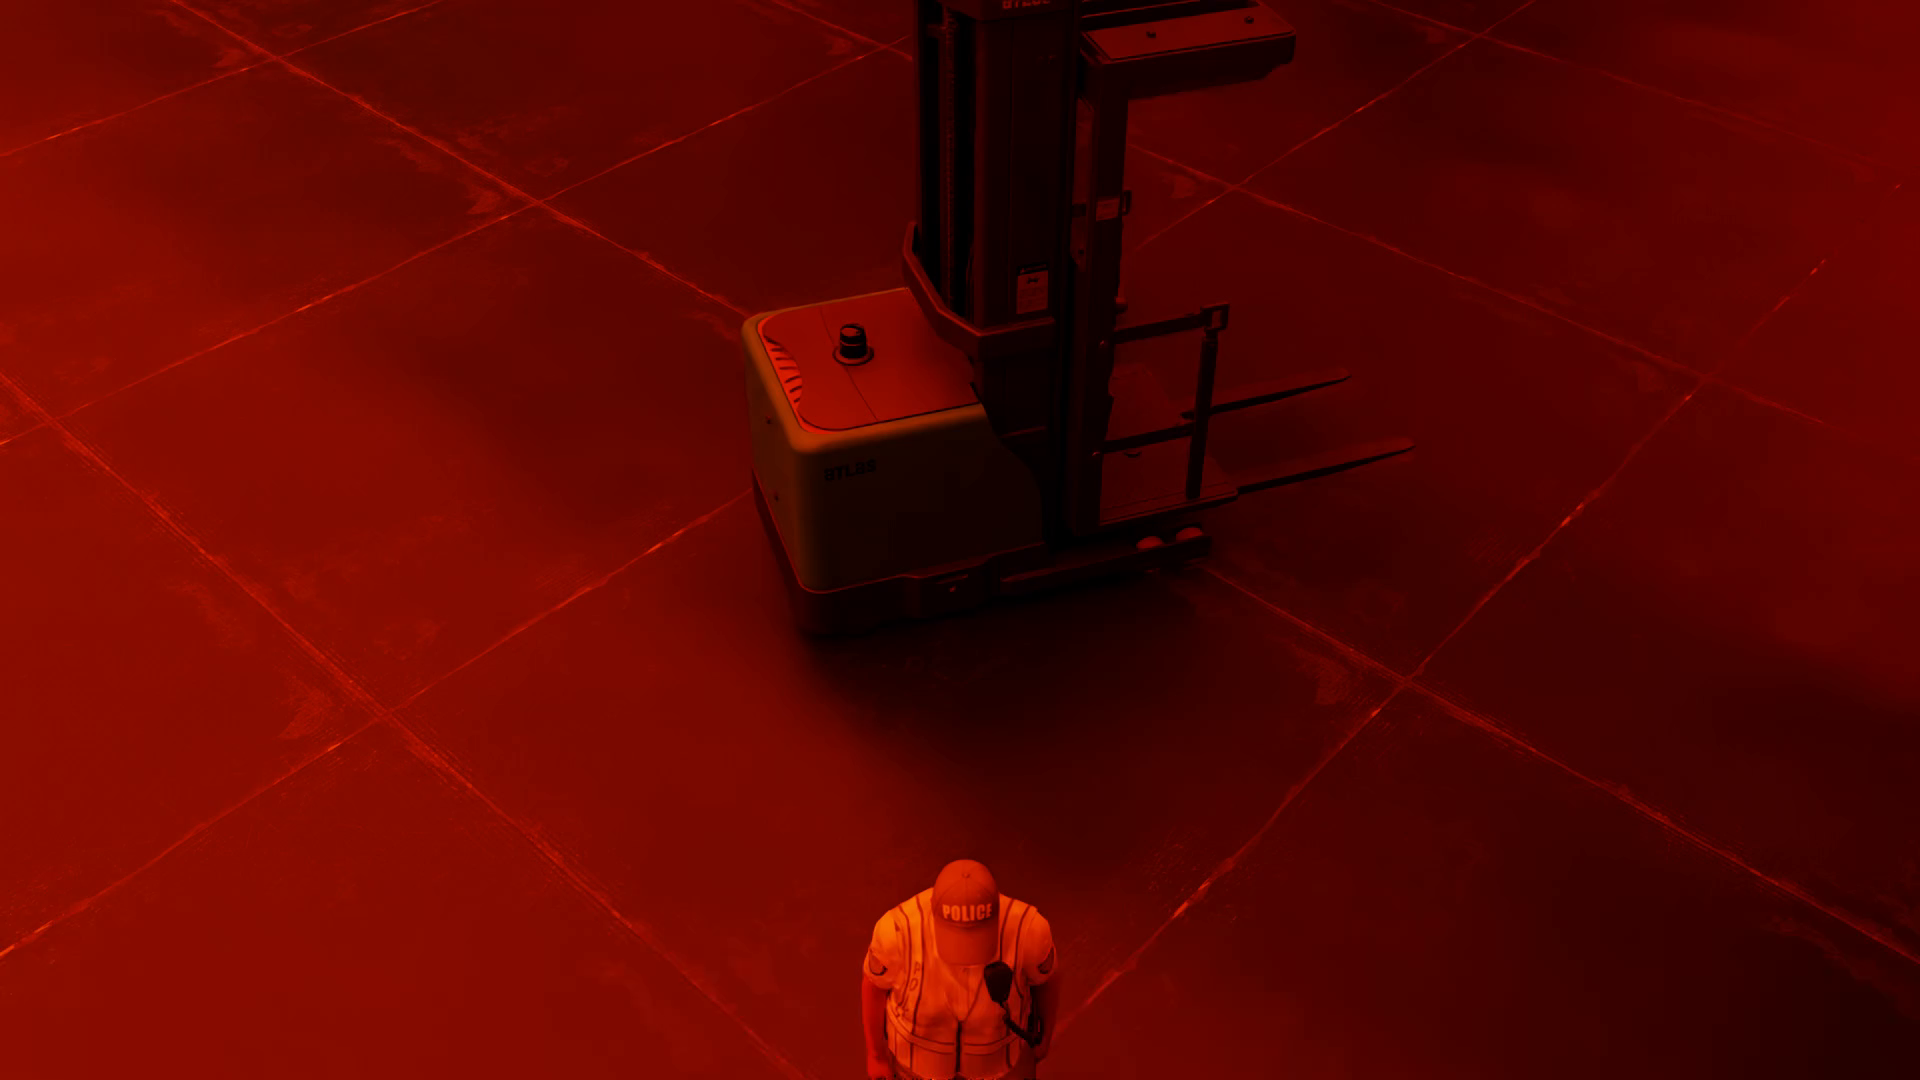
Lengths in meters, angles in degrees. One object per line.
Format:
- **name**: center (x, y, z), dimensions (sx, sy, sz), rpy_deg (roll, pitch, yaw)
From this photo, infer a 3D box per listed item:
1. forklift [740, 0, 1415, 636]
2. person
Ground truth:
- **forklift**: center (0.615, -1.278, 6.918), dimensions (3.031, 2.935, 1.130), rpy_deg (-13, 42, -14)
- **person**: center (0.007, 1.463, 4.725), dimensions (0.561, 1.686, 0.475), rpy_deg (1, 41, 1)
